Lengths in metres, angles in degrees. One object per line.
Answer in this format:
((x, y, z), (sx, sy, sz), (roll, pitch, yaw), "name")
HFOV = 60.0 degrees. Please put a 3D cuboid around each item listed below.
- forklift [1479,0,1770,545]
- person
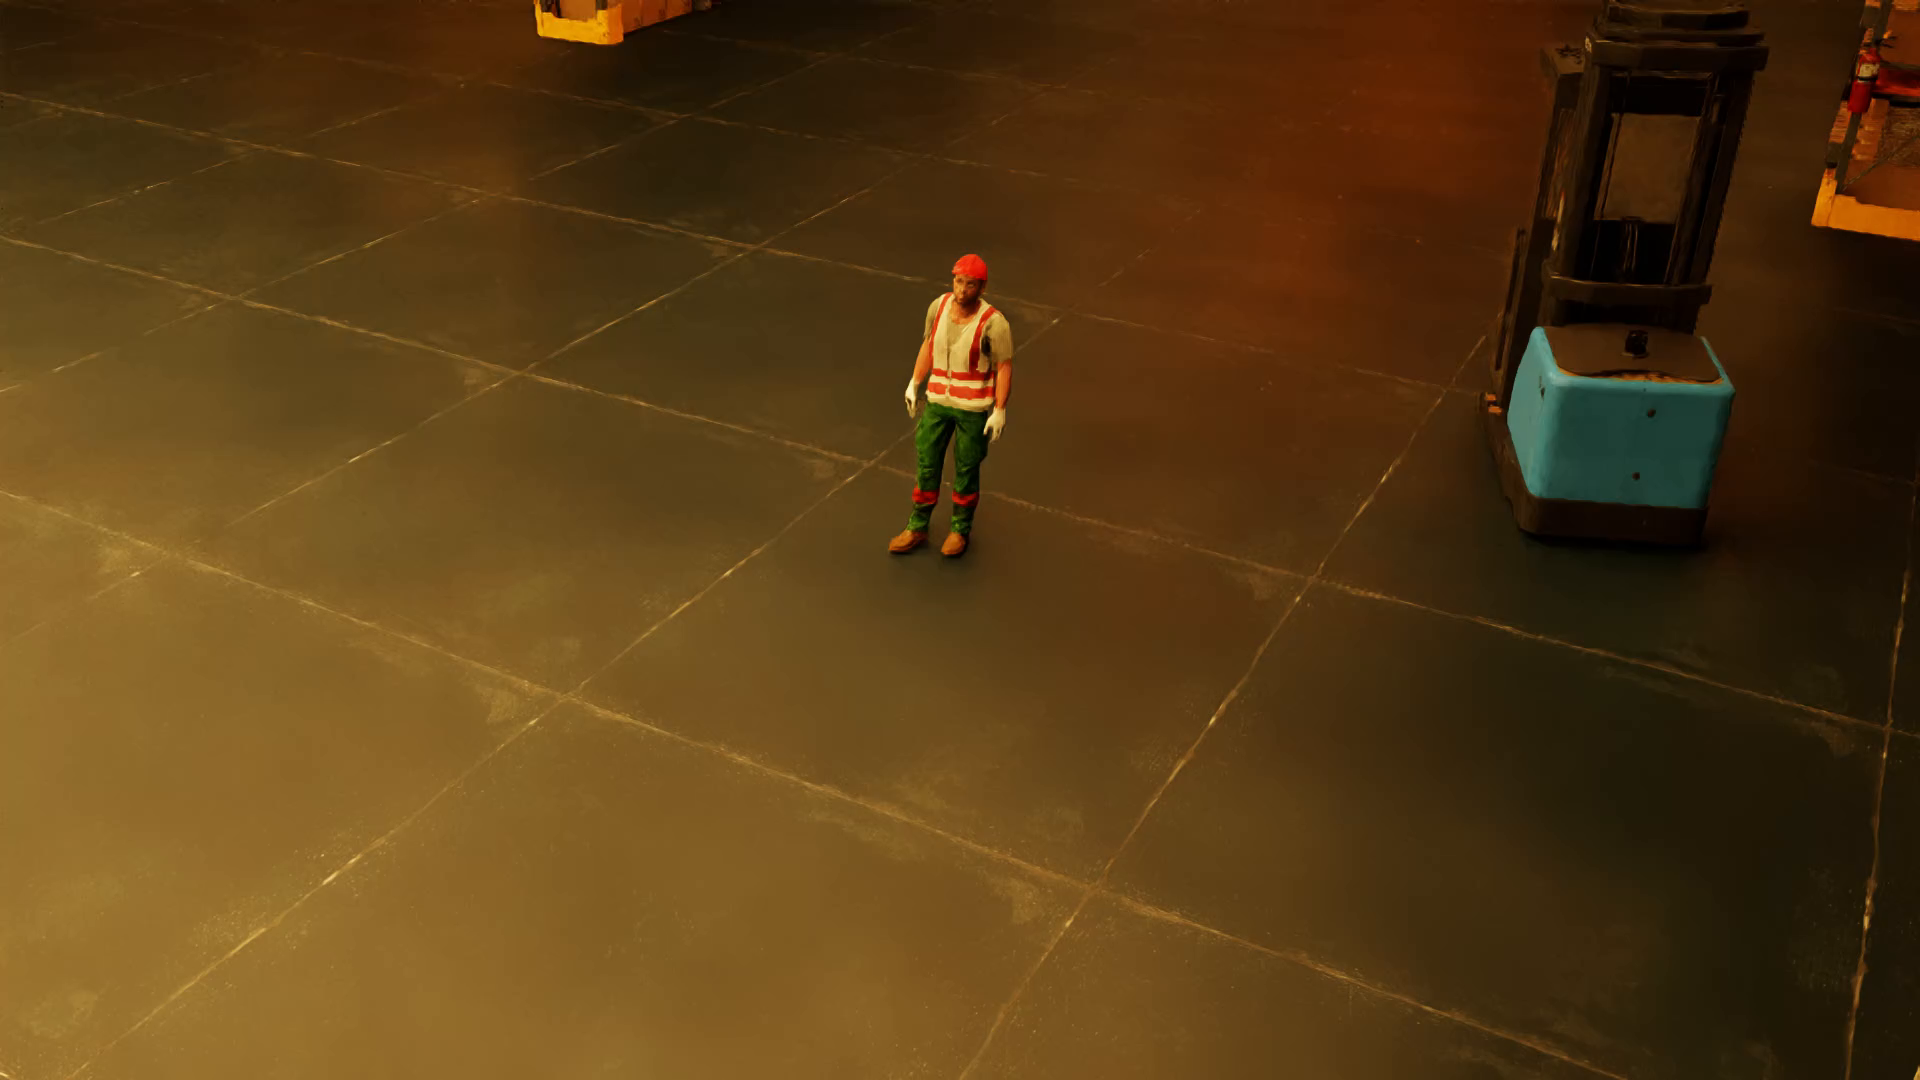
((4.100, -1.956, 10.460), (1.130, 2.935, 3.031), (4, 30, 8), "forklift")
((-0.048, -0.748, 9.496), (0.637, 1.787, 0.563), (15, 33, 25), "person")
